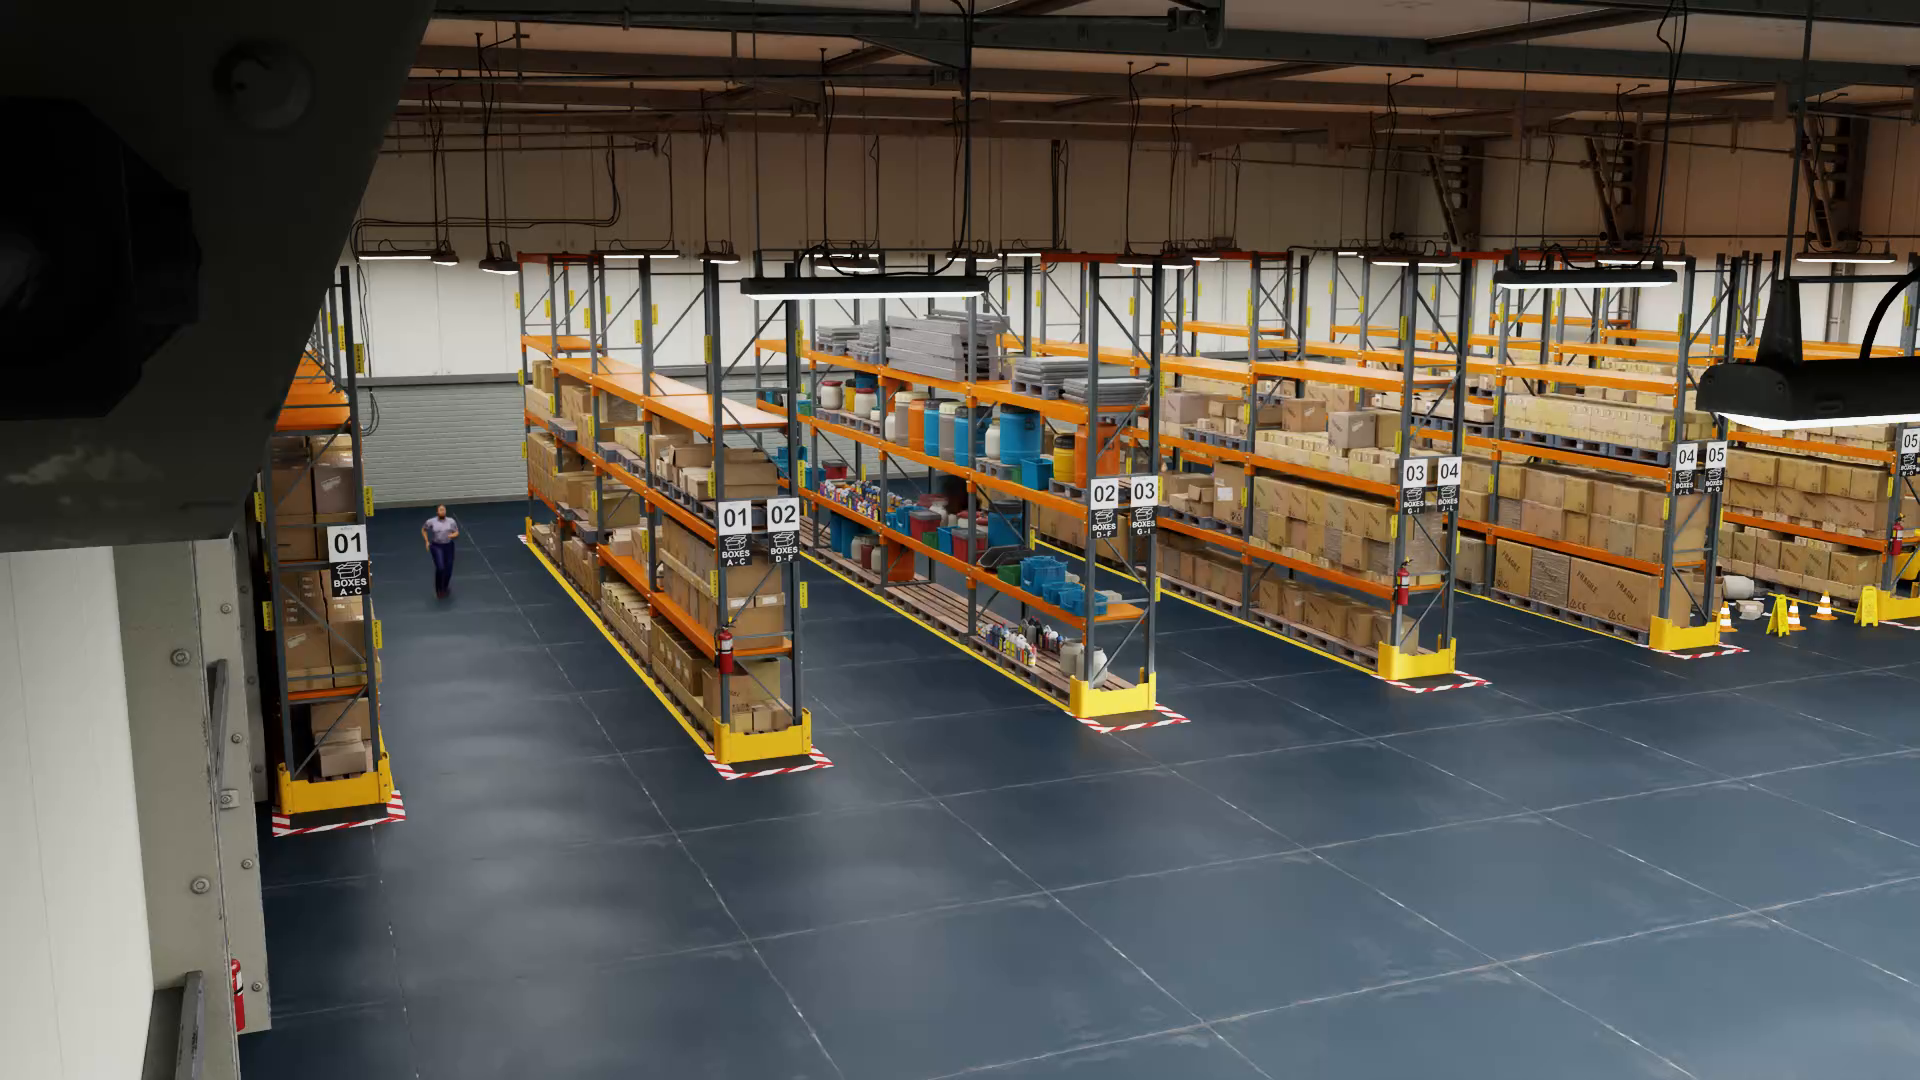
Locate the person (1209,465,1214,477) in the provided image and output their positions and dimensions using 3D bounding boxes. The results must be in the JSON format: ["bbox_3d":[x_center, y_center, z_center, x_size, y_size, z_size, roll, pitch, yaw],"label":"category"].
[{"bbox_3d":[5.456,-0.877,35.375,0.546,1.571,0.857,-4,11,-19],"label":"person"}]

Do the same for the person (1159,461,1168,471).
[{"bbox_3d":[4.213,-0.808,34.908,0.567,1.716,0.704,-6,12,-28],"label":"person"}]

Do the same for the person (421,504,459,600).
[{"bbox_3d":[-9.146,0.205,29.410,0.574,1.693,0.703,-7,12,-34],"label":"person"}]
